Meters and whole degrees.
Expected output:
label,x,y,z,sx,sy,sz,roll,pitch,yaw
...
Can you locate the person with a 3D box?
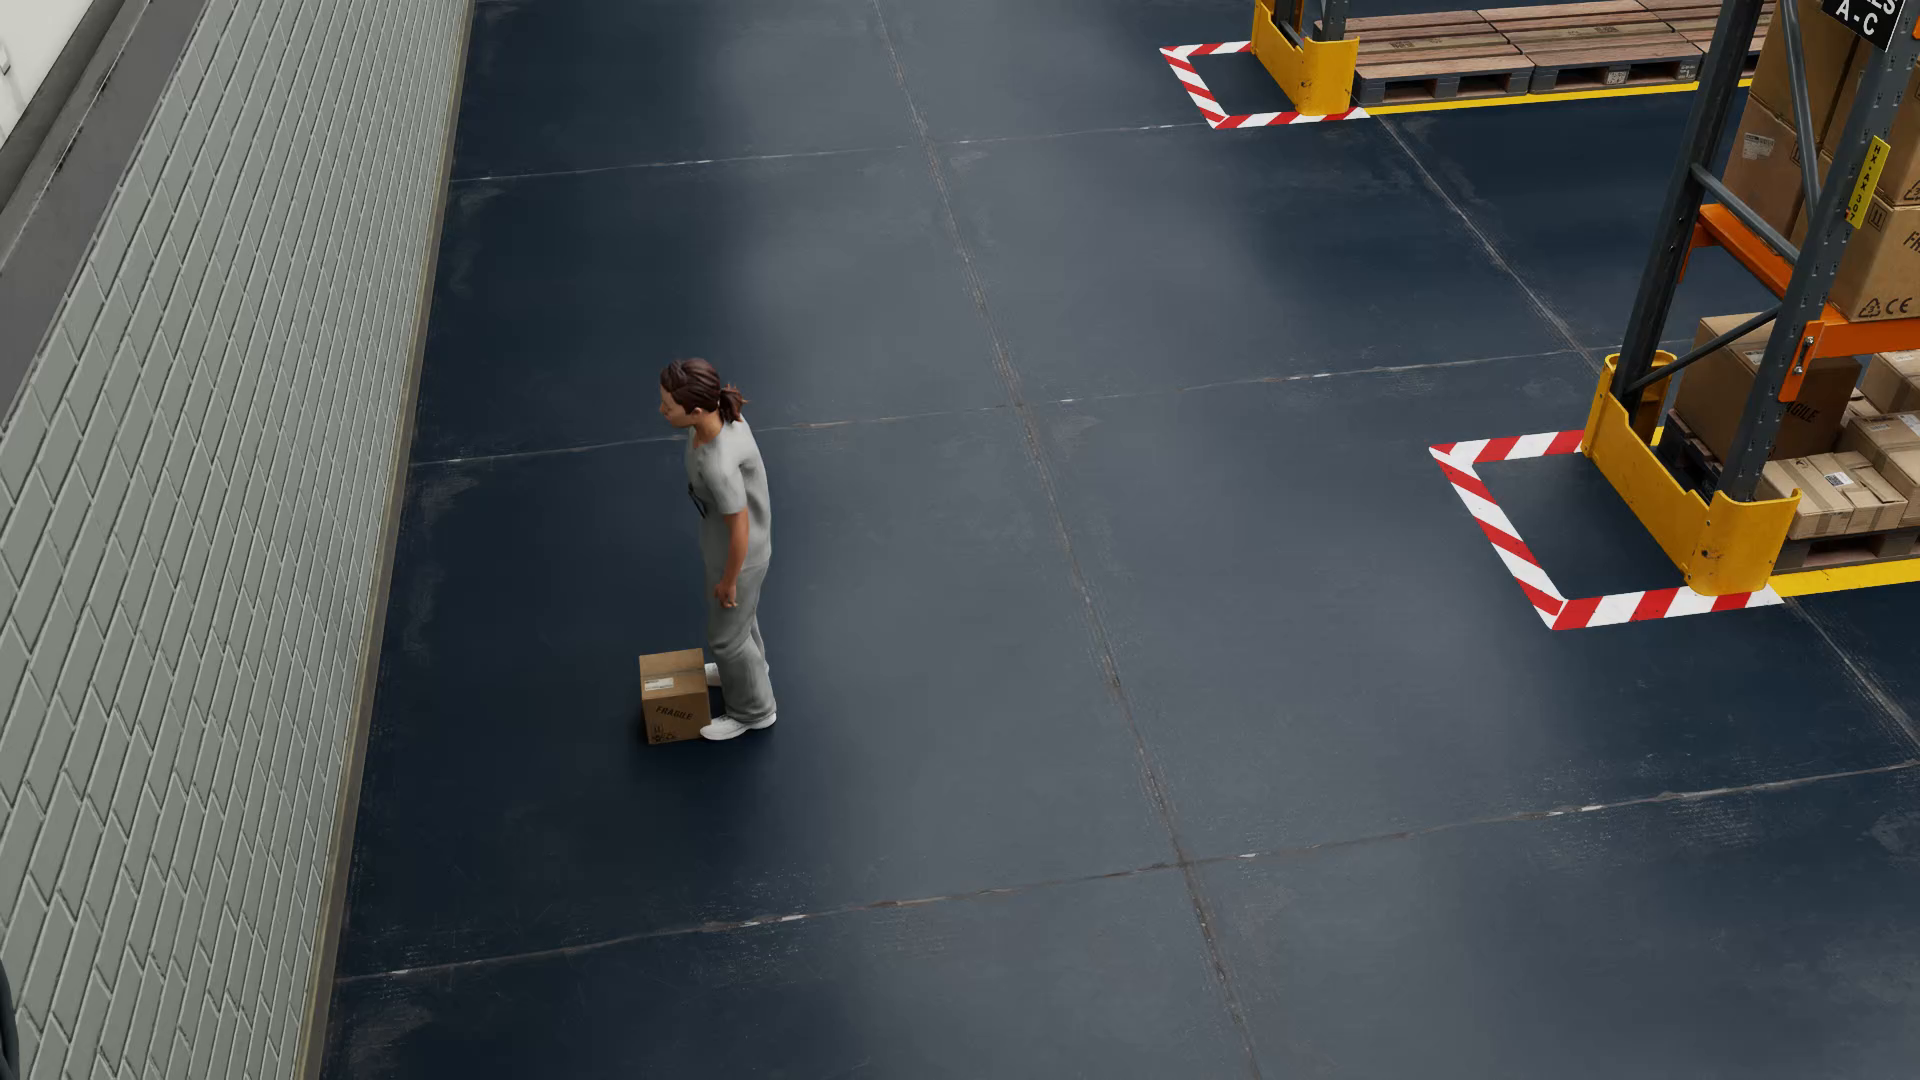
label,x,y,z,sx,sy,sz,roll,pitch,yaw
person,-0.871,0.027,6.122,0.363,1.671,0.508,-9,40,-10
